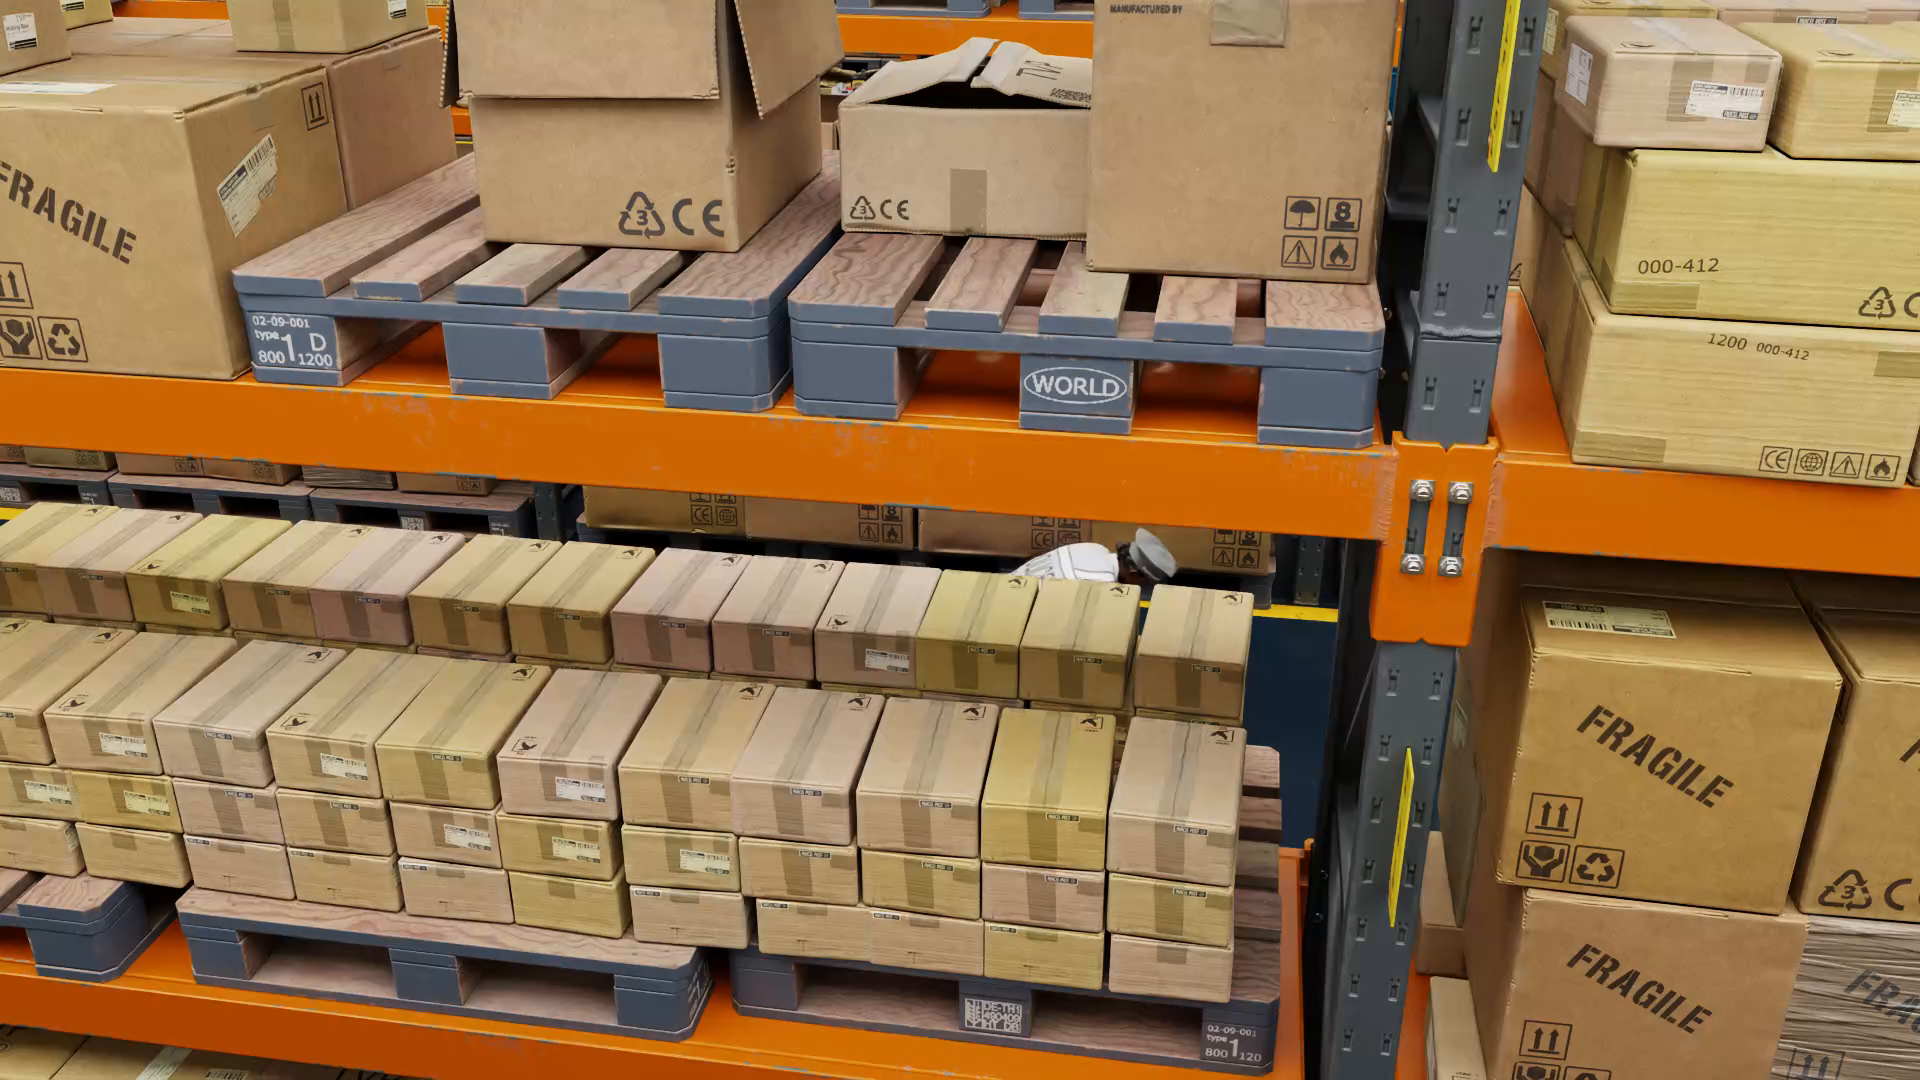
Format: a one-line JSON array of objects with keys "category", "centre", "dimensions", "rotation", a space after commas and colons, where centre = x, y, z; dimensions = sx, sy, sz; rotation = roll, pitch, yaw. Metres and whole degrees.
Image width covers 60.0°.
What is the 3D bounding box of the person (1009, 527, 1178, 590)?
[{"category": "person", "centre": [0.506, 0.358, 7.322], "dimensions": [0.868, 0.846, 0.479], "rotation": [4, 25, 9]}]
